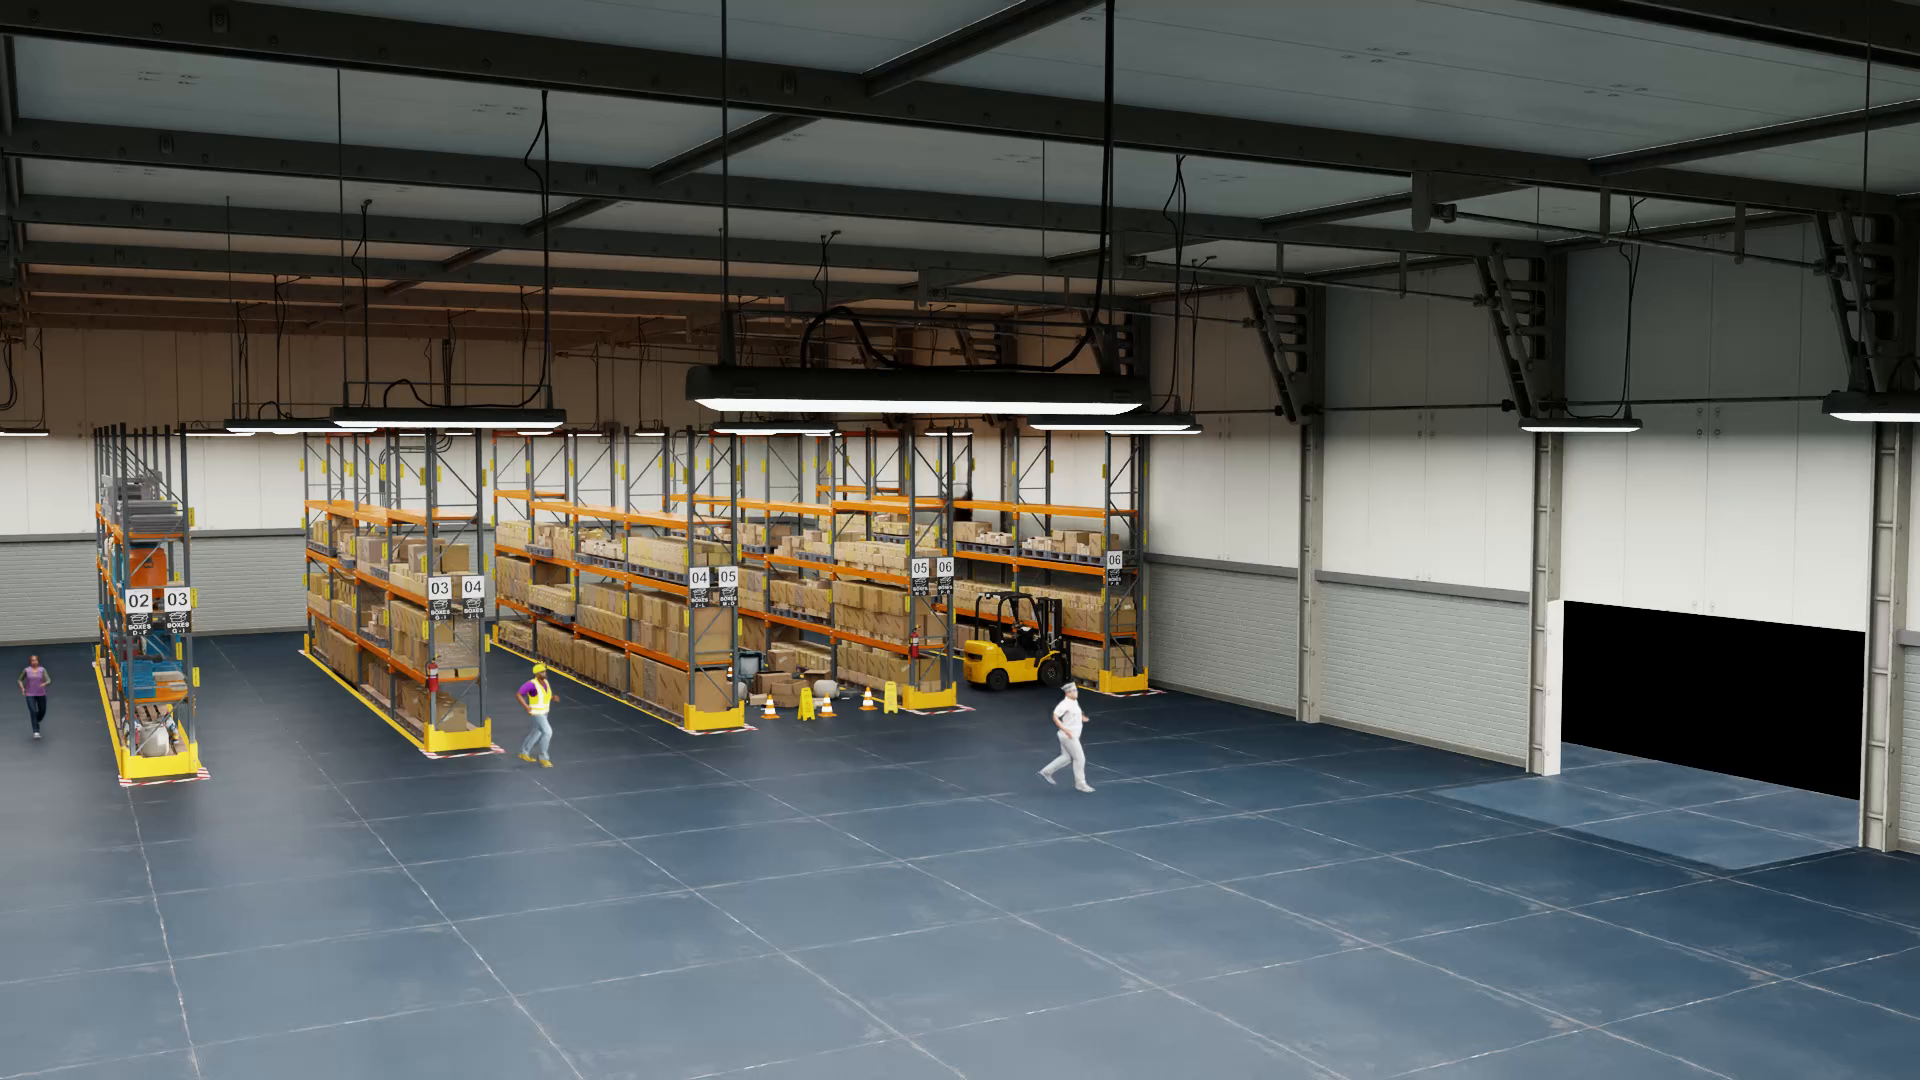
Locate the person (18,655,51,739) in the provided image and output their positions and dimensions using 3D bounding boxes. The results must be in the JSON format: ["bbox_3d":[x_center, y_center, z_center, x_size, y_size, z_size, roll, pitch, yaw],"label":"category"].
[{"bbox_3d":[-17.803,2.995,32.002,0.548,1.568,0.805,-2,4,-35],"label":"person"}]

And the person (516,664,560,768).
[{"bbox_3d":[-7.413,3.082,29.176,0.758,1.828,0.682,1,4,13],"label":"person"}]

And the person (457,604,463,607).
[{"bbox_3d":[-14.180,2.052,46.657,0.776,1.719,0.521,1,4,18],"label":"person"}]

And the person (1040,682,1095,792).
[{"bbox_3d":[1.756,3.196,27.112,0.903,1.803,0.647,0,3,7],"label":"person"}]
